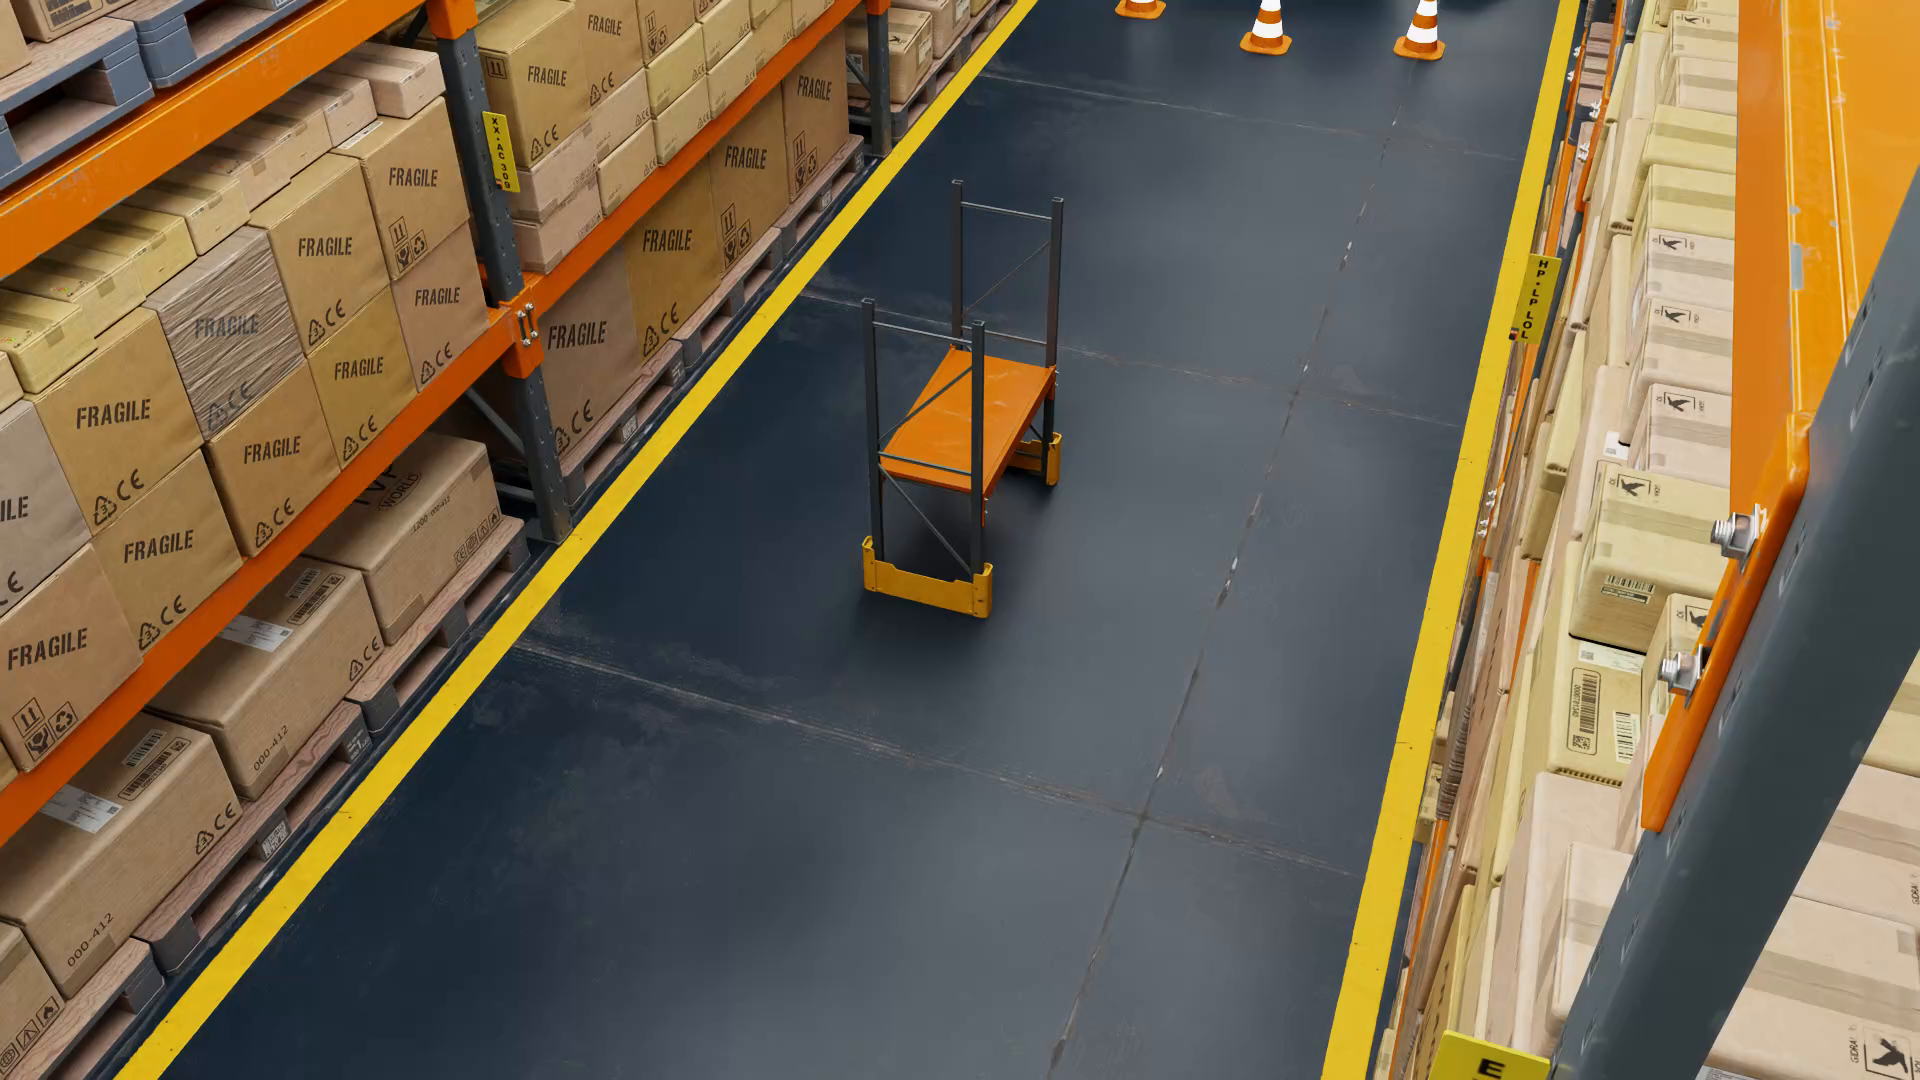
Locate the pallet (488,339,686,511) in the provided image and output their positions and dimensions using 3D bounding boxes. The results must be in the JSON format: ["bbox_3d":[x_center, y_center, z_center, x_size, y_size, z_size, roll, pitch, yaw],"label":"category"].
[{"bbox_3d":[-2.099,-0.684,8.342,1.003,0.211,1.213,13,42,15],"label":"pallet"}]

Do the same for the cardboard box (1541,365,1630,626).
[{"bbox_3d":[1.296,-0.016,2.831,0.500,0.250,0.500,14,42,16],"label":"cardboard box"}]

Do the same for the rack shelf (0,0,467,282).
[{"bbox_3d":[-2.976,-0.905,4.696,1.077,0.370,4.000,13,42,15],"label":"rack shelf"}]

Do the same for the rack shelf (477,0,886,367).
[{"bbox_3d":[-1.608,-2.203,8.529,1.077,0.370,4.000,13,42,15],"label":"rack shelf"}]

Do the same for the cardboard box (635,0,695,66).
[{"bbox_3d":[-1.549,-2.502,7.478,0.500,0.500,0.500,12,42,14],"label":"cardboard box"}]

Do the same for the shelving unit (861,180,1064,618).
[{"bbox_3d":[0.026,-0.617,7.271,0.587,1.500,1.083,13,42,15],"label":"shelving unit"}]

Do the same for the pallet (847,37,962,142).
[{"bbox_3d":[-0.655,-3.112,11.189,1.003,0.211,1.213,13,42,15],"label":"pallet"}]

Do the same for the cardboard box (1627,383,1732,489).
[{"bbox_3d":[1.260,-0.086,2.606,0.380,0.149,0.250,12,42,14],"label":"cardboard box"}]

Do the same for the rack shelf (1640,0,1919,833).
[{"bbox_3d":[1.711,-1.008,2.508,1.077,0.370,4.000,13,42,15],"label":"rack shelf"}]

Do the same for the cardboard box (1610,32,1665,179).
[{"bbox_3d":[1.829,-0.951,3.927,0.500,0.250,0.500,13,42,15],"label":"cardboard box"}]

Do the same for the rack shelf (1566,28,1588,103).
[{"bbox_3d":[4.446,-3.606,10.173,1.077,0.370,4.000,13,42,15],"label":"rack shelf"}]

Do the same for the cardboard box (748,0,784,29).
[{"bbox_3d":[-1.178,-2.848,8.461,0.500,0.250,0.500,12,42,14],"label":"cardboard box"}]

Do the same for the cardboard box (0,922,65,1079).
[{"bbox_3d":[-3.528,1.573,5.200,0.875,0.438,0.875,12,42,14],"label":"cardboard box"}]

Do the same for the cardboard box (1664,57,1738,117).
[{"bbox_3d":[1.710,-0.887,3.545,0.380,0.149,0.250,12,42,14],"label":"cardboard box"}]

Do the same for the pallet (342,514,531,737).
[{"bbox_3d":[-2.625,0.250,7.248,1.003,0.211,1.213,13,42,15],"label":"pallet"}]

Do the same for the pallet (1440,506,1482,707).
[{"bbox_3d":[2.659,0.366,7.113,1.003,0.211,1.213,13,42,15],"label":"pallet"}]

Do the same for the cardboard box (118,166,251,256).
[{"bbox_3d":[-2.506,-1.058,5.286,0.380,0.149,0.250,13,42,15],"label":"cardboard box"}]

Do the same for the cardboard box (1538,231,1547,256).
[{"bbox_3d":[2.944,-1.179,7.799,0.500,0.250,0.500,14,42,15],"label":"cardboard box"}]

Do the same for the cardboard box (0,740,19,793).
[{"bbox_3d":[-3.079,0.601,4.611,0.500,0.500,0.500,13,42,14],"label":"cardboard box"}]

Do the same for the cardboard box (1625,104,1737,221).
[{"bbox_3d":[1.573,-0.731,3.362,0.380,0.149,0.250,15,43,17],"label":"cardboard box"}]

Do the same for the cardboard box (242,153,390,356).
[{"bbox_3d":[-2.375,-1.019,5.739,0.500,0.500,0.500,13,42,14],"label":"cardboard box"}]

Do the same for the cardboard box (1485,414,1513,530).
[{"bbox_3d":[2.412,-0.225,6.680,0.500,0.250,0.500,12,42,14],"label":"cardboard box"}]

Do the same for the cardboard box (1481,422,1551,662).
[{"bbox_3d":[1.647,0.089,4.211,0.500,0.500,0.500,14,42,16],"label":"cardboard box"}]

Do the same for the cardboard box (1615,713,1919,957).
[{"bbox_3d":[1.020,0.392,2.045,0.380,0.149,0.250,14,42,16],"label":"cardboard box"}]

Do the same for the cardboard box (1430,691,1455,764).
[{"bbox_3d":[1.970,0.742,6.167,0.380,0.149,0.250,15,43,17],"label":"cardboard box"}]

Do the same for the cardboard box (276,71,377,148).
[{"bbox_3d":[-2.290,-1.527,5.835,0.380,0.149,0.250,14,43,16],"label":"cardboard box"}]

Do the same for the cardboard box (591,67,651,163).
[{"bbox_3d":[-1.724,-1.920,7.374,0.500,0.250,0.500,14,42,16],"label":"cardboard box"}]

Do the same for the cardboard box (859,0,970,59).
[{"bbox_3d":[-0.477,-3.651,11.373,0.950,0.372,0.625,13,42,14],"label":"cardboard box"}]

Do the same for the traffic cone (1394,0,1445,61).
[{"bbox_3d":[3.253,-3.652,11.627,0.336,0.463,0.334,13,42,15],"label":"traffic cone"}]

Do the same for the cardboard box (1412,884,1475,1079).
[{"bbox_3d":[1.123,1.045,3.092,0.500,0.500,0.500,12,42,14],"label":"cardboard box"}]

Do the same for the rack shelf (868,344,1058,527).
[{"bbox_3d":[0.029,-0.486,7.395,0.538,0.185,1.000,13,42,15],"label":"rack shelf"}]

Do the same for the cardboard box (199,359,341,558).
[{"bbox_3d":[-2.539,-0.331,5.703,0.500,0.500,0.500,13,42,14],"label":"cardboard box"}]

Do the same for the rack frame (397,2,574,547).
[{"bbox_3d":[-2.292,-1.257,6.866,1.000,3.000,0.127,13,42,15],"label":"rack frame"}]

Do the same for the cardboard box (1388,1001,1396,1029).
[{"bbox_3d":[1.563,1.656,5.325,0.380,0.149,0.250,12,42,14],"label":"cardboard box"}]

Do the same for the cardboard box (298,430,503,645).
[{"bbox_3d":[-2.607,-0.083,7.140,0.875,0.438,0.875,13,42,14],"label":"cardboard box"}]

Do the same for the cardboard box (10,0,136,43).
[{"bbox_3d":[-2.723,-1.806,4.718,0.797,0.503,0.637,16,43,18],"label":"cardboard box"}]

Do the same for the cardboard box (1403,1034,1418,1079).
[{"bbox_3d":[1.119,1.424,3.417,0.500,0.500,0.500,13,42,14],"label":"cardboard box"}]

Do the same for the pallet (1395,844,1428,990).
[{"bbox_3d":[2.198,1.258,6.066,1.003,0.211,1.213,13,42,15],"label":"pallet"}]

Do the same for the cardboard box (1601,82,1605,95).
[{"bbox_3d":[3.236,-2.168,7.803,0.380,0.149,0.250,15,43,17],"label":"cardboard box"}]

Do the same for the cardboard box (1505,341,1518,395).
[{"bbox_3d":[2.941,-0.872,8.017,0.500,0.500,0.500,12,42,14],"label":"cardboard box"}]

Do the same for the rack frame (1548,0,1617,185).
[{"bbox_3d":[3.762,-2.660,8.510,1.000,3.000,0.127,13,42,15],"label":"rack frame"}]

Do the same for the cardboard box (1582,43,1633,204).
[{"bbox_3d":[1.988,-1.080,4.463,0.500,0.250,0.500,15,43,17],"label":"cardboard box"}]

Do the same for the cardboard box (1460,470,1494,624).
[{"bbox_3d":[2.411,0.064,6.920,0.500,0.500,0.500,13,42,14],"label":"cardboard box"}]

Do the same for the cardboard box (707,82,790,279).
[{"bbox_3d":[-1.547,-2.102,9.170,0.875,0.875,0.875,14,42,16],"label":"cardboard box"}]

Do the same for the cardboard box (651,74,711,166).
[{"bbox_3d":[-1.527,-2.035,7.893,0.500,0.250,0.500,13,42,15],"label":"cardboard box"}]

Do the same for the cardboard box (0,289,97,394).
[{"bbox_3d":[-2.708,-0.574,4.718,0.380,0.149,0.250,12,42,14],"label":"cardboard box"}]

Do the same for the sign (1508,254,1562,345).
[{"bbox_3d":[1.872,-0.782,5.417,0.100,0.325,0.005,13,42,15],"label":"sign"}]

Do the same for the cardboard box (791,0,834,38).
[{"bbox_3d":[-1.013,-2.959,8.976,0.500,0.250,0.500,14,42,16],"label":"cardboard box"}]

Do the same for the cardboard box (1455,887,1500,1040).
[{"bbox_3d":[0.934,0.799,2.260,0.500,0.250,0.500,12,42,14],"label":"cardboard box"}]

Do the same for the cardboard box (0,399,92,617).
[{"bbox_3d":[-2.889,-0.098,4.660,0.500,0.500,0.500,13,42,15],"label":"cardboard box"}]

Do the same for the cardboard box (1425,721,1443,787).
[{"bbox_3d":[1.968,0.855,6.263,0.380,0.149,0.250,12,42,13],"label":"cardboard box"}]

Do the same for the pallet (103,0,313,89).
[{"bbox_3d":[-2.581,-1.868,5.339,1.003,0.211,1.213,13,42,15],"label":"pallet"}]

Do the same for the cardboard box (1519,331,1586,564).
[{"bbox_3d":[1.447,-0.142,3.363,0.500,0.250,0.500,15,43,17],"label":"cardboard box"}]

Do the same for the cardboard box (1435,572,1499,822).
[{"bbox_3d":[1.620,0.477,4.527,0.500,0.500,0.500,12,42,14],"label":"cardboard box"}]
